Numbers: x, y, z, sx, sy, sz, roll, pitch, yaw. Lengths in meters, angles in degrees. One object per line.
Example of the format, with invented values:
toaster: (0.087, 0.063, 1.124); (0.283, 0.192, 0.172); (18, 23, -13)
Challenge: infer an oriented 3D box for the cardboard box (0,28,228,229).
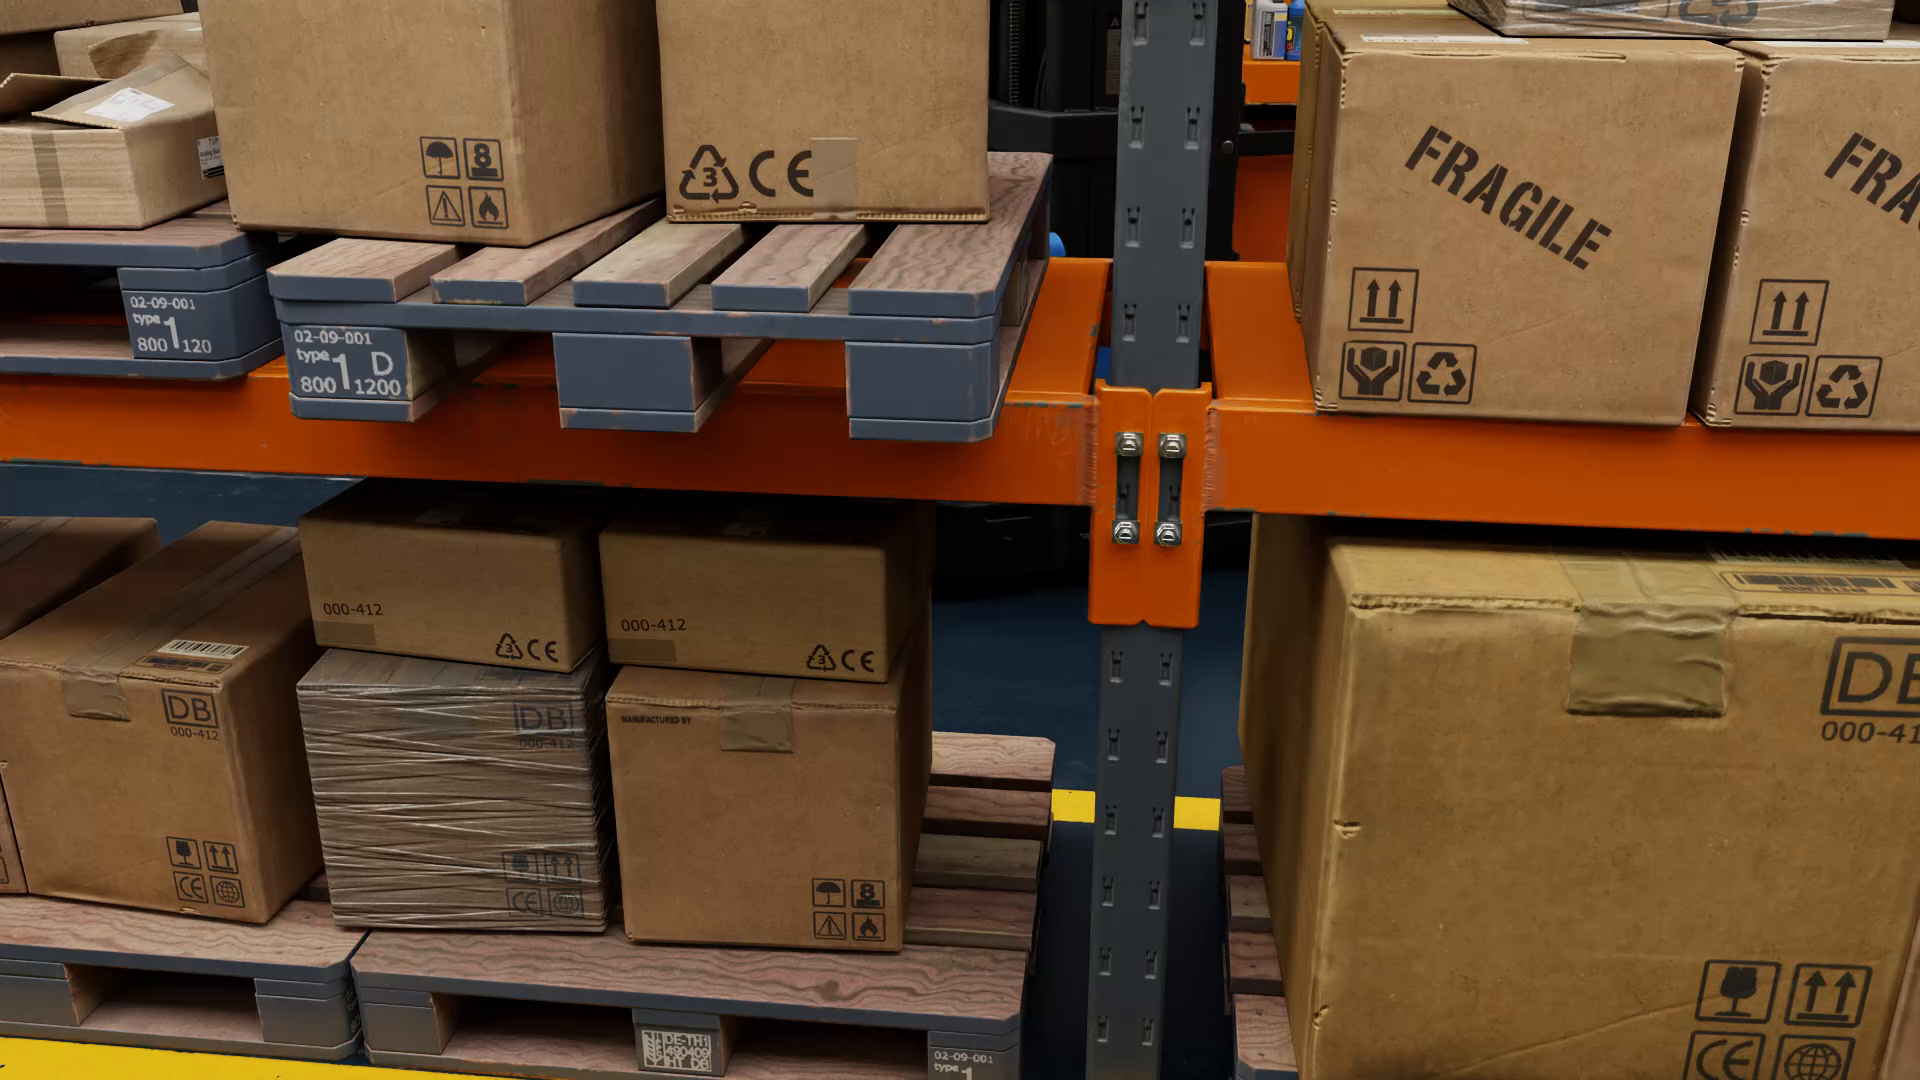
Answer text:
cardboard box: (-1.352, -0.669, 2.665); (0.258, 0.266, 0.396); (2, 22, 5)

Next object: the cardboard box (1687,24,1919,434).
cardboard box: (1.299, -0.468, 2.407); (0.500, 0.500, 0.500); (2, 22, 5)

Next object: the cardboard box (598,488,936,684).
cardboard box: (-0.333, 0.028, 3.070); (0.500, 0.250, 0.500); (3, 22, 8)

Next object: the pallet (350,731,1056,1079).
pallet: (-0.440, 0.699, 3.384); (1.213, 0.211, 1.003); (2, 22, 6)

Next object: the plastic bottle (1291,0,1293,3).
plastic bottle: (1.600, -2.445, 7.704); (0.133, 0.283, 0.061); (2, 22, 6)

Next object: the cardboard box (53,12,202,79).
cardboard box: (-1.301, -0.845, 3.130); (0.500, 0.250, 0.500); (2, 22, 5)

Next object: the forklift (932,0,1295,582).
forklift: (0.821, -1.478, 5.191); (3.031, 2.935, 1.130); (-6, 22, -16)

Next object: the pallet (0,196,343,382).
pallet: (-1.634, -0.545, 2.998); (1.213, 0.211, 1.003); (2, 22, 6)

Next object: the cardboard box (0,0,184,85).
cardboard box: (-1.904, -0.938, 3.021); (0.637, 0.503, 0.797); (5, 22, 12)

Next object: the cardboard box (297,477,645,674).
cardboard box: (-0.861, 0.009, 3.119); (0.500, 0.250, 0.500); (5, 22, 12)

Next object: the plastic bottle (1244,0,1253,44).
plastic bottle: (1.371, -2.455, 7.729); (0.133, 0.283, 0.061); (2, 22, 6)

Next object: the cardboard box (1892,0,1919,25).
cardboard box: (1.707, -1.009, 2.412); (0.637, 0.503, 0.797); (3, 22, 8)

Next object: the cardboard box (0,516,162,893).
cardboard box: (-2.002, 0.308, 3.383); (0.500, 0.500, 0.700); (1, 22, 2)

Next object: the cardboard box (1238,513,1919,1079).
cardboard box: (1.019, 0.267, 3.003); (0.875, 0.875, 1.225); (2, 22, 4)

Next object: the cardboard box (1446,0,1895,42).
cardboard box: (1.060, -1.038, 2.486); (0.637, 0.503, 0.797); (3, 22, 8)

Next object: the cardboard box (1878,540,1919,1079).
cardboard box: (1.903, 0.309, 2.898); (0.875, 0.875, 1.225); (3, 22, 6)

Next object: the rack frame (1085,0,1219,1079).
rack frame: (0.336, -0.563, 2.784); (0.127, 3.000, 1.000); (2, 22, 6)

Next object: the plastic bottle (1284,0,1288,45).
plastic bottle: (1.483, -2.406, 7.715); (0.097, 0.201, 0.097); (0, 22, 0)

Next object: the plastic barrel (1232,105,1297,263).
plastic barrel: (1.407, -1.542, 7.642); (0.708, 0.830, 0.600); (2, 22, 6)

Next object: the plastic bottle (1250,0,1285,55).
plastic bottle: (1.329, -2.232, 7.176); (0.135, 0.276, 0.152); (2, 22, 6)

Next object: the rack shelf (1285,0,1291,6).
rack shelf: (3.492, -3.759, 11.845); (4.000, 0.370, 1.077); (2, 22, 6)

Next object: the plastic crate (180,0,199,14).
plastic crate: (-3.558, -2.585, 7.982); (0.504, 0.338, 0.767); (2, 22, 6)

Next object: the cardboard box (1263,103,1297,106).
cardboard box: (2.445, -3.077, 11.945); (0.500, 0.500, 0.500); (2, 22, 4)

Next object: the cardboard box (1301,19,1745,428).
cardboard box: (0.787, -0.489, 2.461); (0.500, 0.500, 0.500); (3, 22, 8)

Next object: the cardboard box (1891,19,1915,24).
cardboard box: (1.350, -0.655, 2.881); (0.500, 0.500, 0.500); (2, 22, 6)

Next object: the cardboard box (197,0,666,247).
cardboard box: (-0.771, -0.801, 2.679); (0.500, 0.500, 0.700); (6, 22, 14)

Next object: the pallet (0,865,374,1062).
pallet: (-1.648, 0.646, 3.519); (1.213, 0.211, 1.003); (2, 22, 6)

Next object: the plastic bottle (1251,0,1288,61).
plastic bottle: (1.311, -2.177, 7.035); (0.135, 0.276, 0.152); (2, 22, 6)

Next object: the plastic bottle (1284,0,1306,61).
plastic bottle: (1.423, -2.160, 6.998); (0.097, 0.271, 0.097); (0, 22, 0)

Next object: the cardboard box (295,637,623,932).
cardboard box: (-0.884, 0.354, 3.266); (0.500, 0.500, 0.700); (1, 22, 2)

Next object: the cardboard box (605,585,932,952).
cardboard box: (-0.332, 0.373, 3.218); (0.500, 0.500, 0.700); (1, 22, 3)

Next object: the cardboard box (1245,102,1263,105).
cardboard box: (1.924, -3.098, 11.997); (0.500, 0.500, 0.500); (3, 22, 9)

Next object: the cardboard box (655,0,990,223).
cardboard box: (-0.205, -0.814, 2.711); (0.500, 0.500, 0.500); (0, 22, 0)

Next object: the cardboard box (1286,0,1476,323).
cardboard box: (0.855, -0.679, 2.940); (0.500, 0.500, 0.500); (3, 22, 8)

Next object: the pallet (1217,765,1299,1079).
pallet: (1.110, 0.795, 3.141); (1.213, 0.211, 1.003); (2, 22, 6)

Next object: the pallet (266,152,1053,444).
pallet: (-0.384, -0.466, 2.799); (1.003, 0.211, 1.213); (2, 22, 6)

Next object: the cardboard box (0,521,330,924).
cardboard box: (-1.448, 0.332, 3.322); (0.500, 0.500, 0.700); (4, 22, 11)

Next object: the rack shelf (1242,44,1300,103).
rack shelf: (2.905, -1.950, 7.271); (4.000, 0.370, 1.077); (2, 22, 6)

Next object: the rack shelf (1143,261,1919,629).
rack shelf: (2.322, -0.142, 2.697); (4.000, 0.370, 1.077); (2, 22, 6)

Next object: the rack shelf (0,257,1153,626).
rack shelf: (-1.650, -0.315, 3.135); (4.000, 0.370, 1.077); (2, 22, 6)
